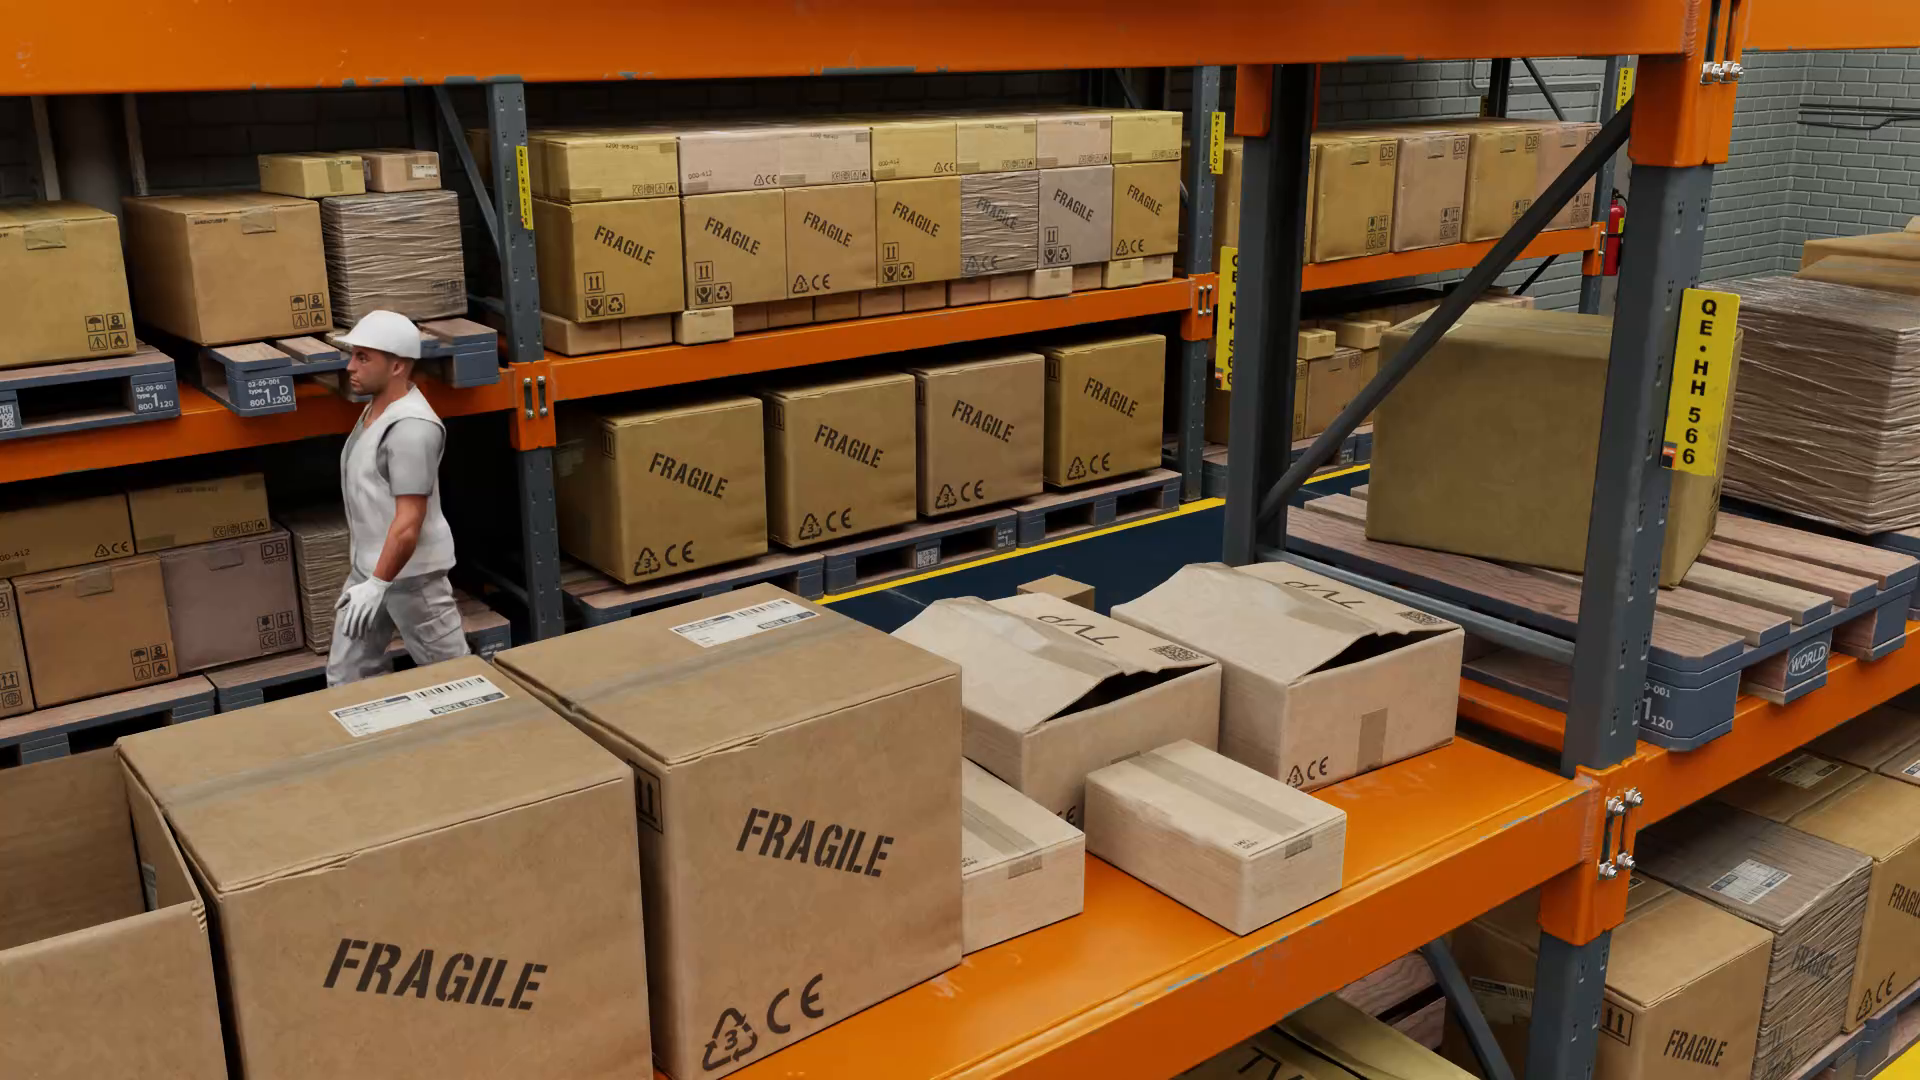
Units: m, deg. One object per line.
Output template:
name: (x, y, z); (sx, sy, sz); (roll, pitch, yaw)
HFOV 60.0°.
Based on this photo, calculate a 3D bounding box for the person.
person: (-1.979, 0.123, 5.579); (0.900, 1.765, 0.589); (-12, 21, -33)
